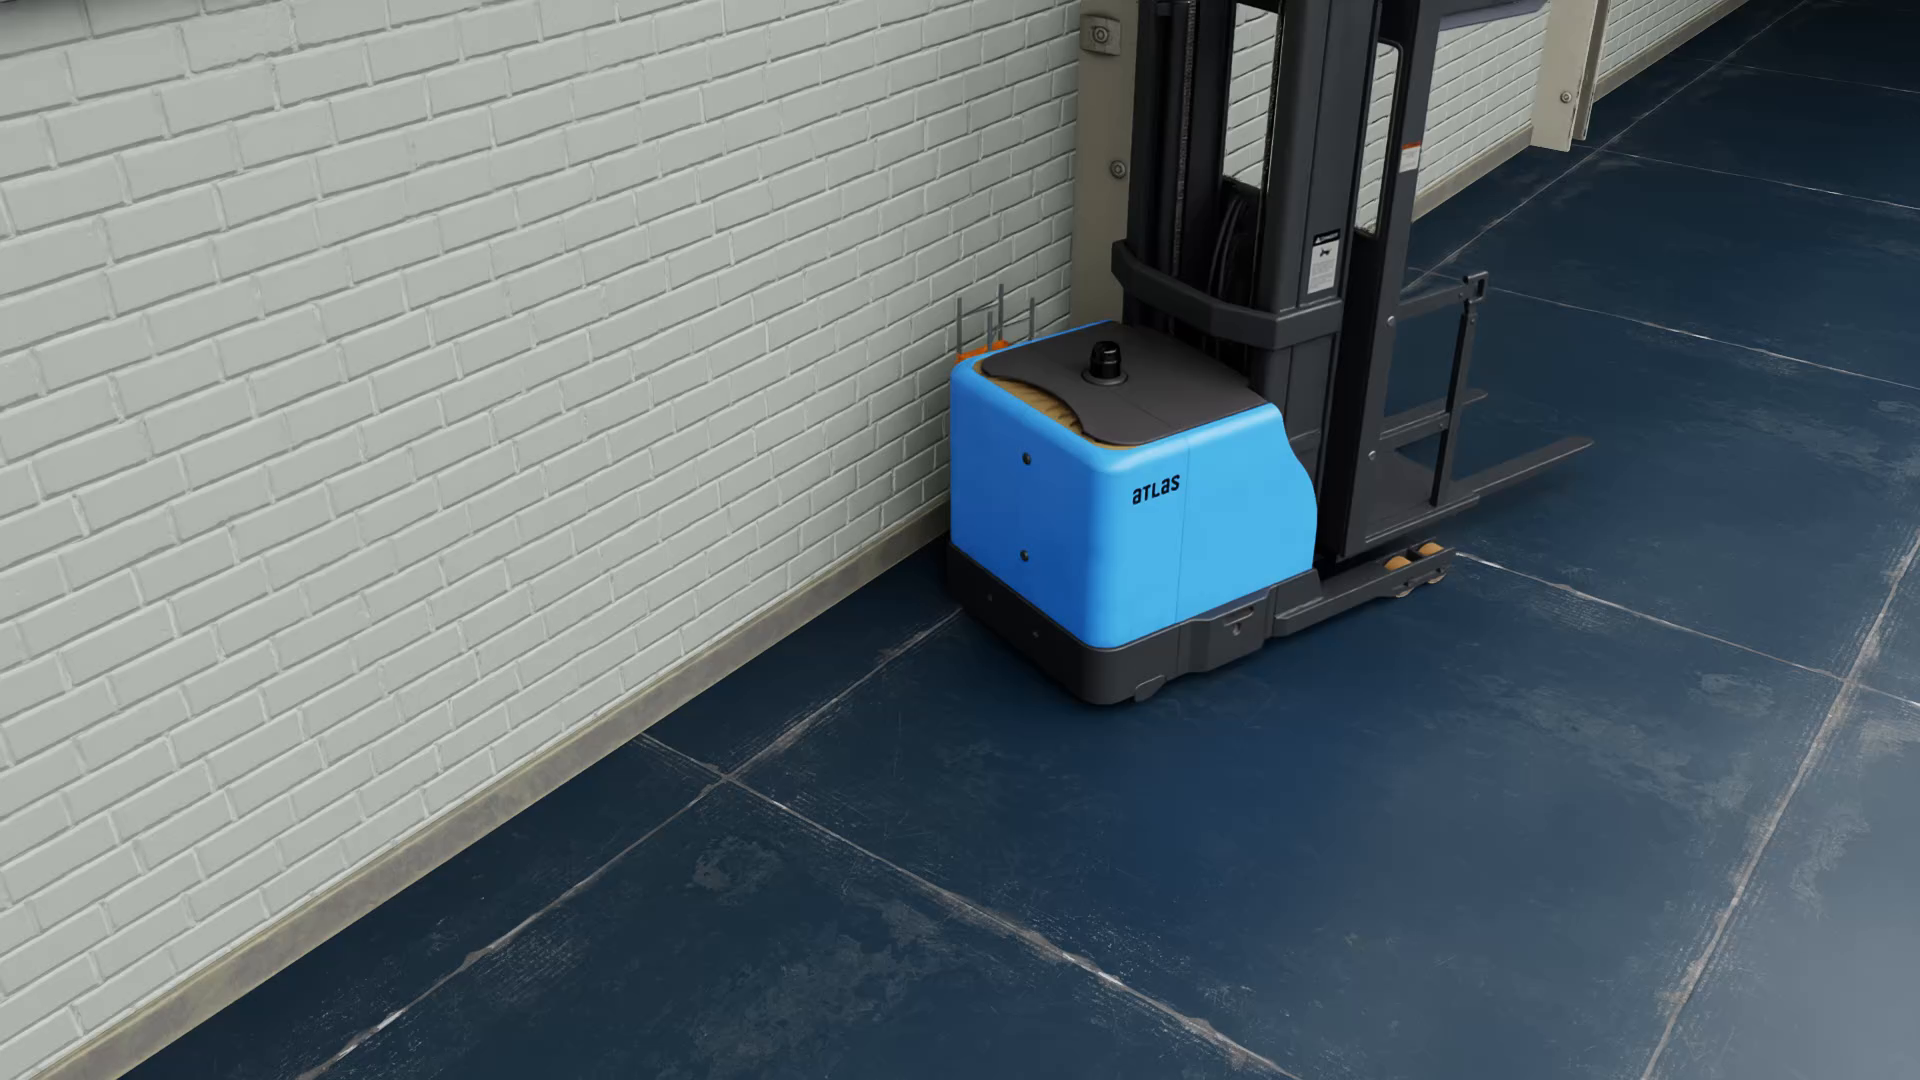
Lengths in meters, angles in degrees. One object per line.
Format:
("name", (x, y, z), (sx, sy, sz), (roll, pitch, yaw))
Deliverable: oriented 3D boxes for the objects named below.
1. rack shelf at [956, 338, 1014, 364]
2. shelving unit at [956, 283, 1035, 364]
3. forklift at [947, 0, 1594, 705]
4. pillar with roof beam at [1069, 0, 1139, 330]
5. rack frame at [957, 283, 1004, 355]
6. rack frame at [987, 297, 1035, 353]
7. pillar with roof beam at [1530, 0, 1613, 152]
("rack shelf", (0.140, -0.701, 6.637), (0.258, 0.103, 0.180), (-23, 38, -34))
("shelving unit", (0.140, -0.430, 6.798), (0.258, 1.200, 0.189), (-23, 38, -34))
("forklift", (1.454, -1.229, 6.448), (3.031, 2.935, 1.130), (-19, 36, -29))
("pillar with roof beam", (4.173, -3.028, 3.532), (9.100, 9.000, 0.400), (21, 37, 31))
("rack frame", (0.081, -0.465, 6.858), (0.240, 1.200, 0.006), (-23, 38, -34))
("rack frame", (0.199, -0.394, 6.738), (0.240, 1.200, 0.006), (-23, 38, -34))
("pillar with roof beam", (7.795, -5.466, 7.647), (9.100, 9.000, 0.400), (21, 37, 31))
